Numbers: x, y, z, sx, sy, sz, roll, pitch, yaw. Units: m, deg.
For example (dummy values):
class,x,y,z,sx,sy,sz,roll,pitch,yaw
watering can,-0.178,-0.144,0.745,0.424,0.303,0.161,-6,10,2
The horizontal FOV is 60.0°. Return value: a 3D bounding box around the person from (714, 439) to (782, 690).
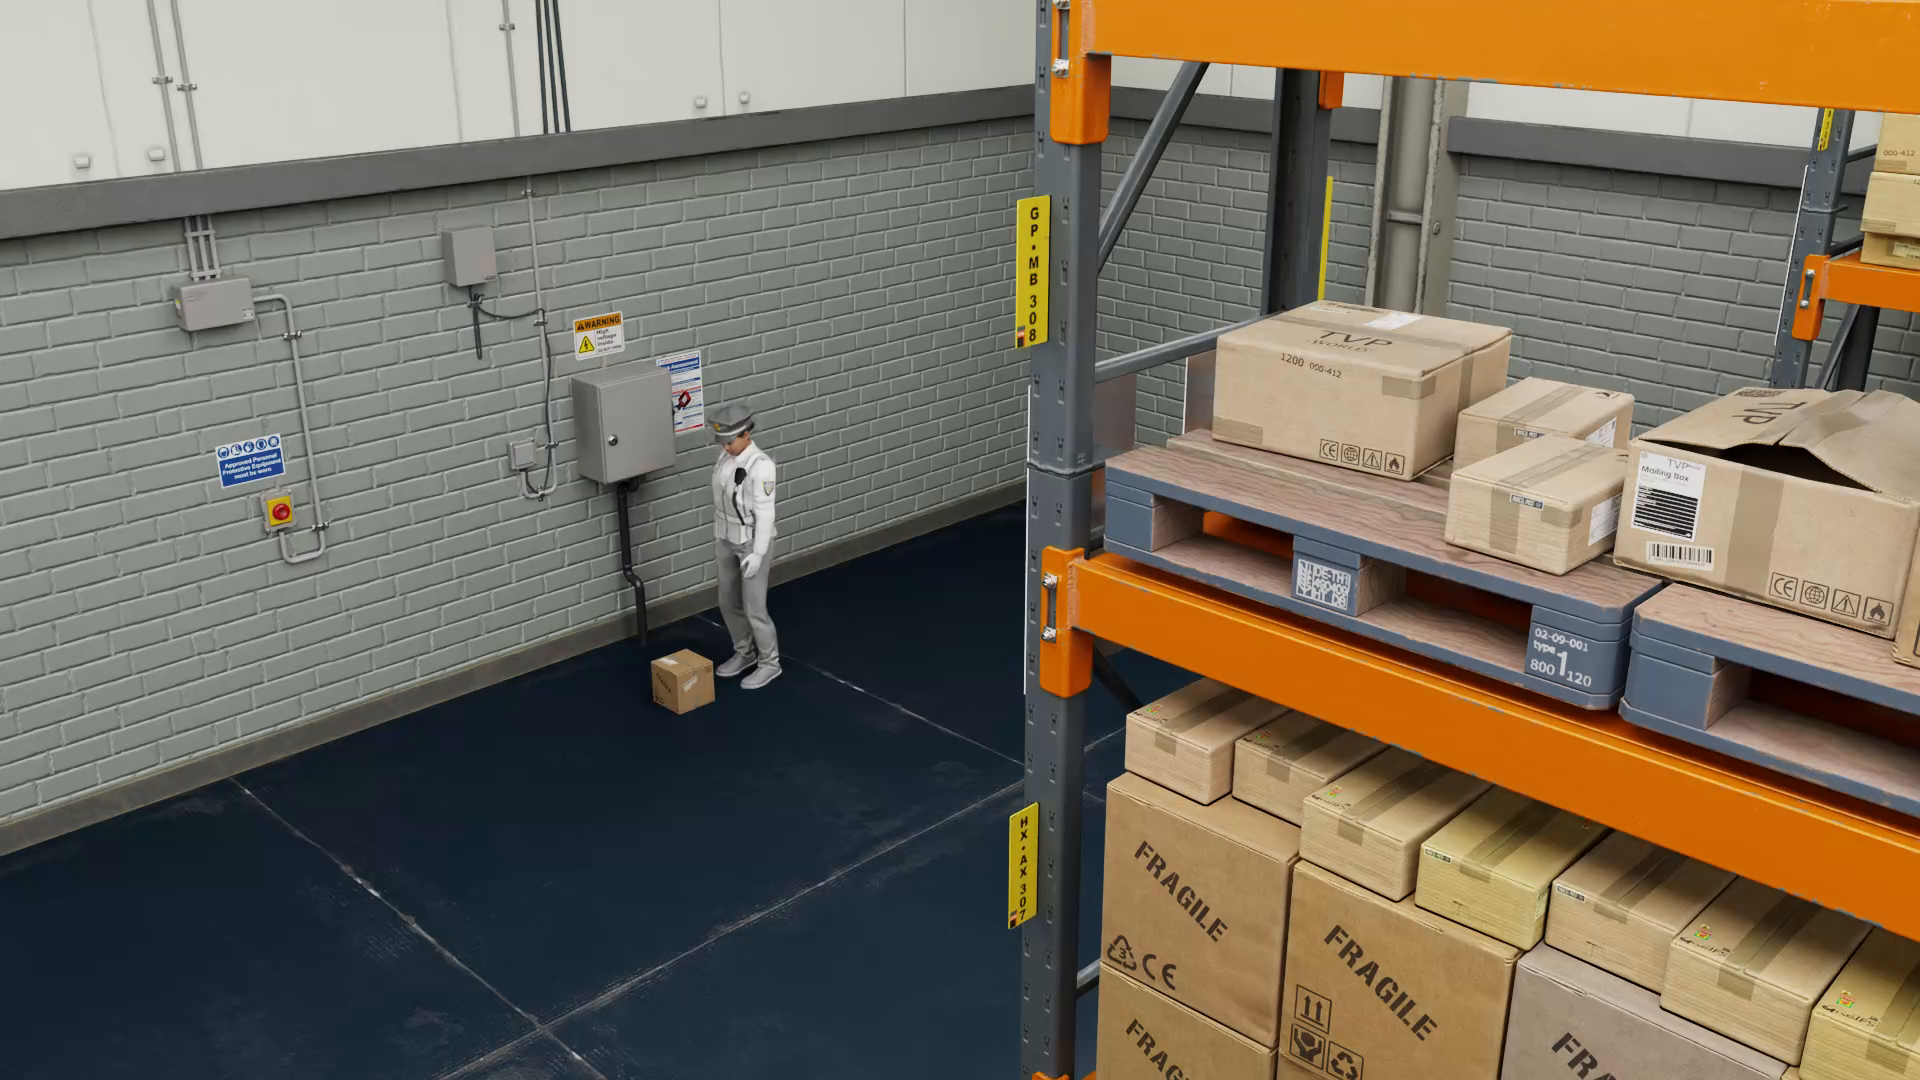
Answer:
class,x,y,z,sx,sy,sz,roll,pitch,yaw
person,-1.223,0.133,9.546,0.328,1.449,0.479,-19,28,-41
